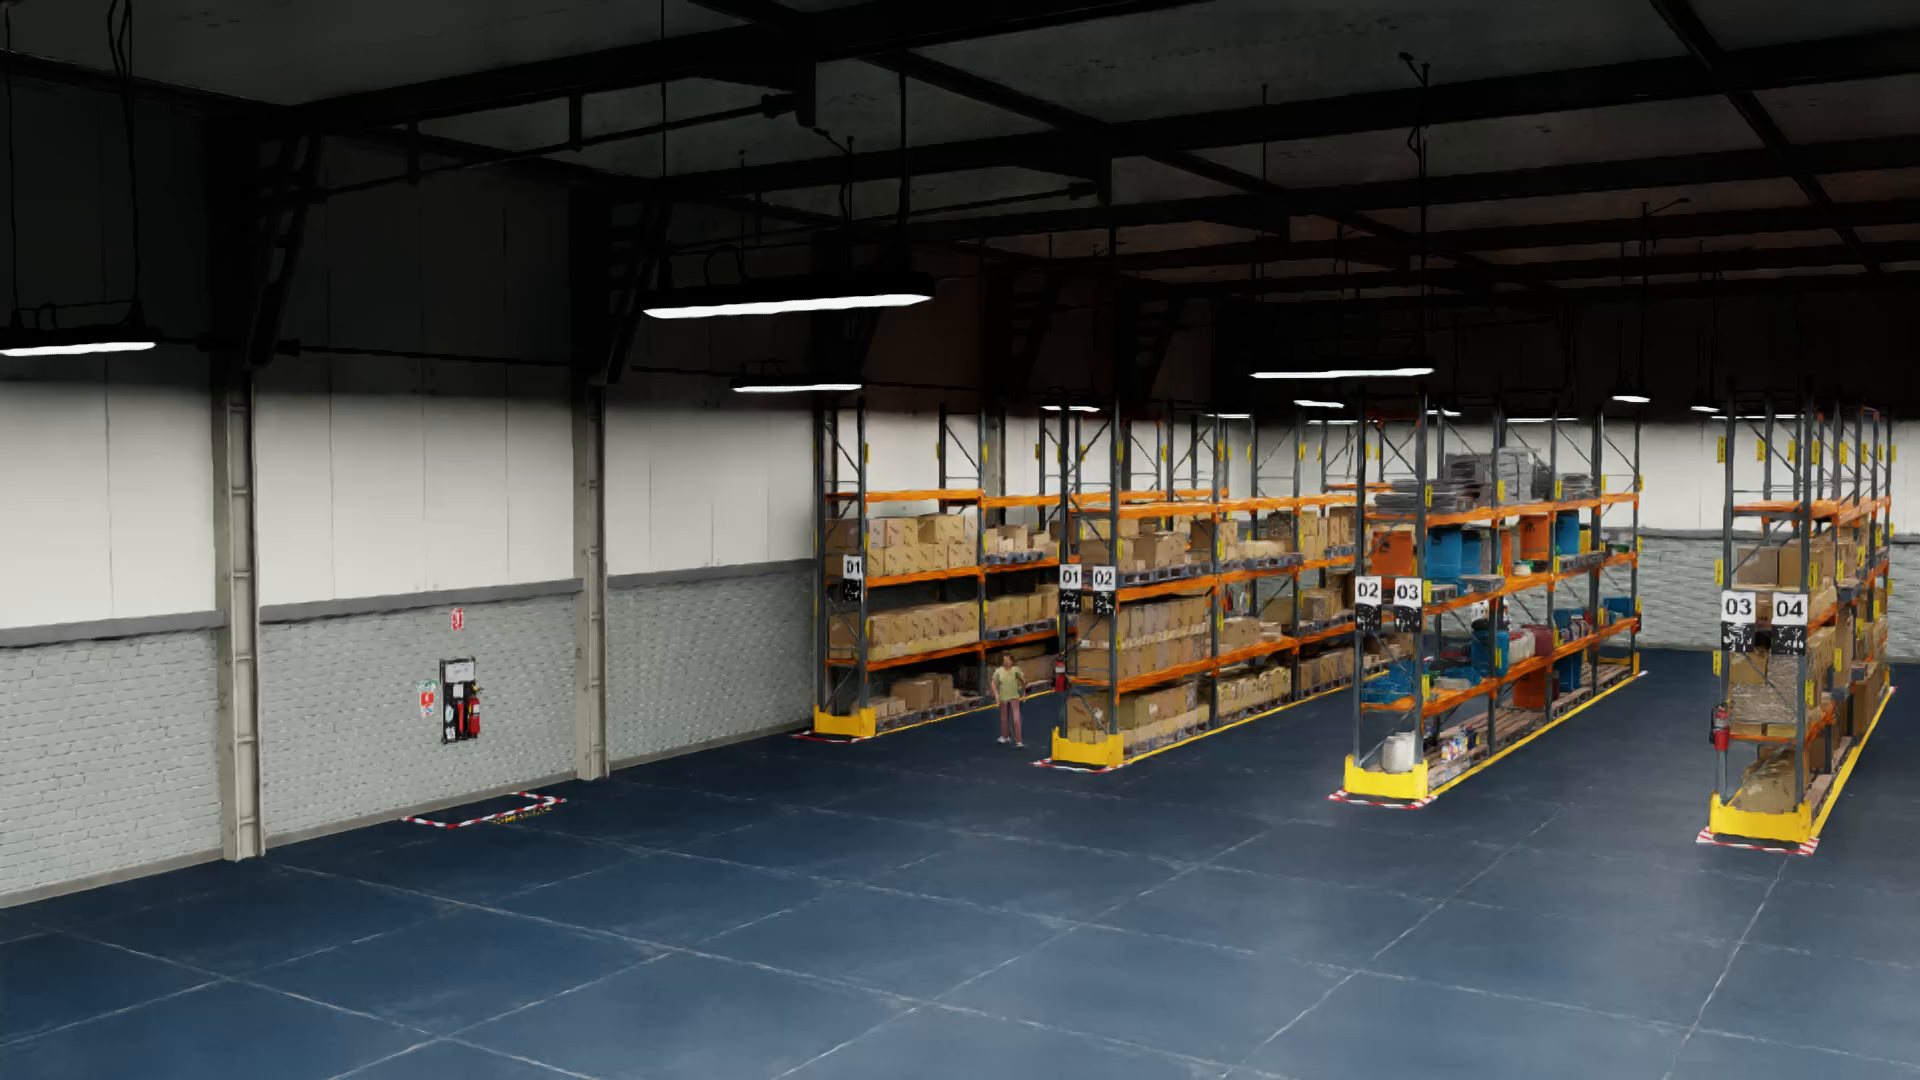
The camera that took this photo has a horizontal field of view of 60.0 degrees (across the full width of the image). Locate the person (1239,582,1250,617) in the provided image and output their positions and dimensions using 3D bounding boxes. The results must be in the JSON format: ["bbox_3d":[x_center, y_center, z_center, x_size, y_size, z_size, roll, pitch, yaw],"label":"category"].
[{"bbox_3d":[7.495,1.898,43.975,0.575,1.587,0.466,-1,3,-12],"label":"person"}]

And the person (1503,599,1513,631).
[{"bbox_3d":[11.997,2.182,36.586,0.454,1.776,0.581,0,3,4],"label":"person"}]

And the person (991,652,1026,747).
[{"bbox_3d":[0.861,2.708,28.404,0.620,1.586,0.814,1,3,16],"label":"person"}]

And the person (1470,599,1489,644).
[{"bbox_3d":[13.034,2.007,41.695,0.493,1.605,1.000,2,4,31],"label":"person"}]
